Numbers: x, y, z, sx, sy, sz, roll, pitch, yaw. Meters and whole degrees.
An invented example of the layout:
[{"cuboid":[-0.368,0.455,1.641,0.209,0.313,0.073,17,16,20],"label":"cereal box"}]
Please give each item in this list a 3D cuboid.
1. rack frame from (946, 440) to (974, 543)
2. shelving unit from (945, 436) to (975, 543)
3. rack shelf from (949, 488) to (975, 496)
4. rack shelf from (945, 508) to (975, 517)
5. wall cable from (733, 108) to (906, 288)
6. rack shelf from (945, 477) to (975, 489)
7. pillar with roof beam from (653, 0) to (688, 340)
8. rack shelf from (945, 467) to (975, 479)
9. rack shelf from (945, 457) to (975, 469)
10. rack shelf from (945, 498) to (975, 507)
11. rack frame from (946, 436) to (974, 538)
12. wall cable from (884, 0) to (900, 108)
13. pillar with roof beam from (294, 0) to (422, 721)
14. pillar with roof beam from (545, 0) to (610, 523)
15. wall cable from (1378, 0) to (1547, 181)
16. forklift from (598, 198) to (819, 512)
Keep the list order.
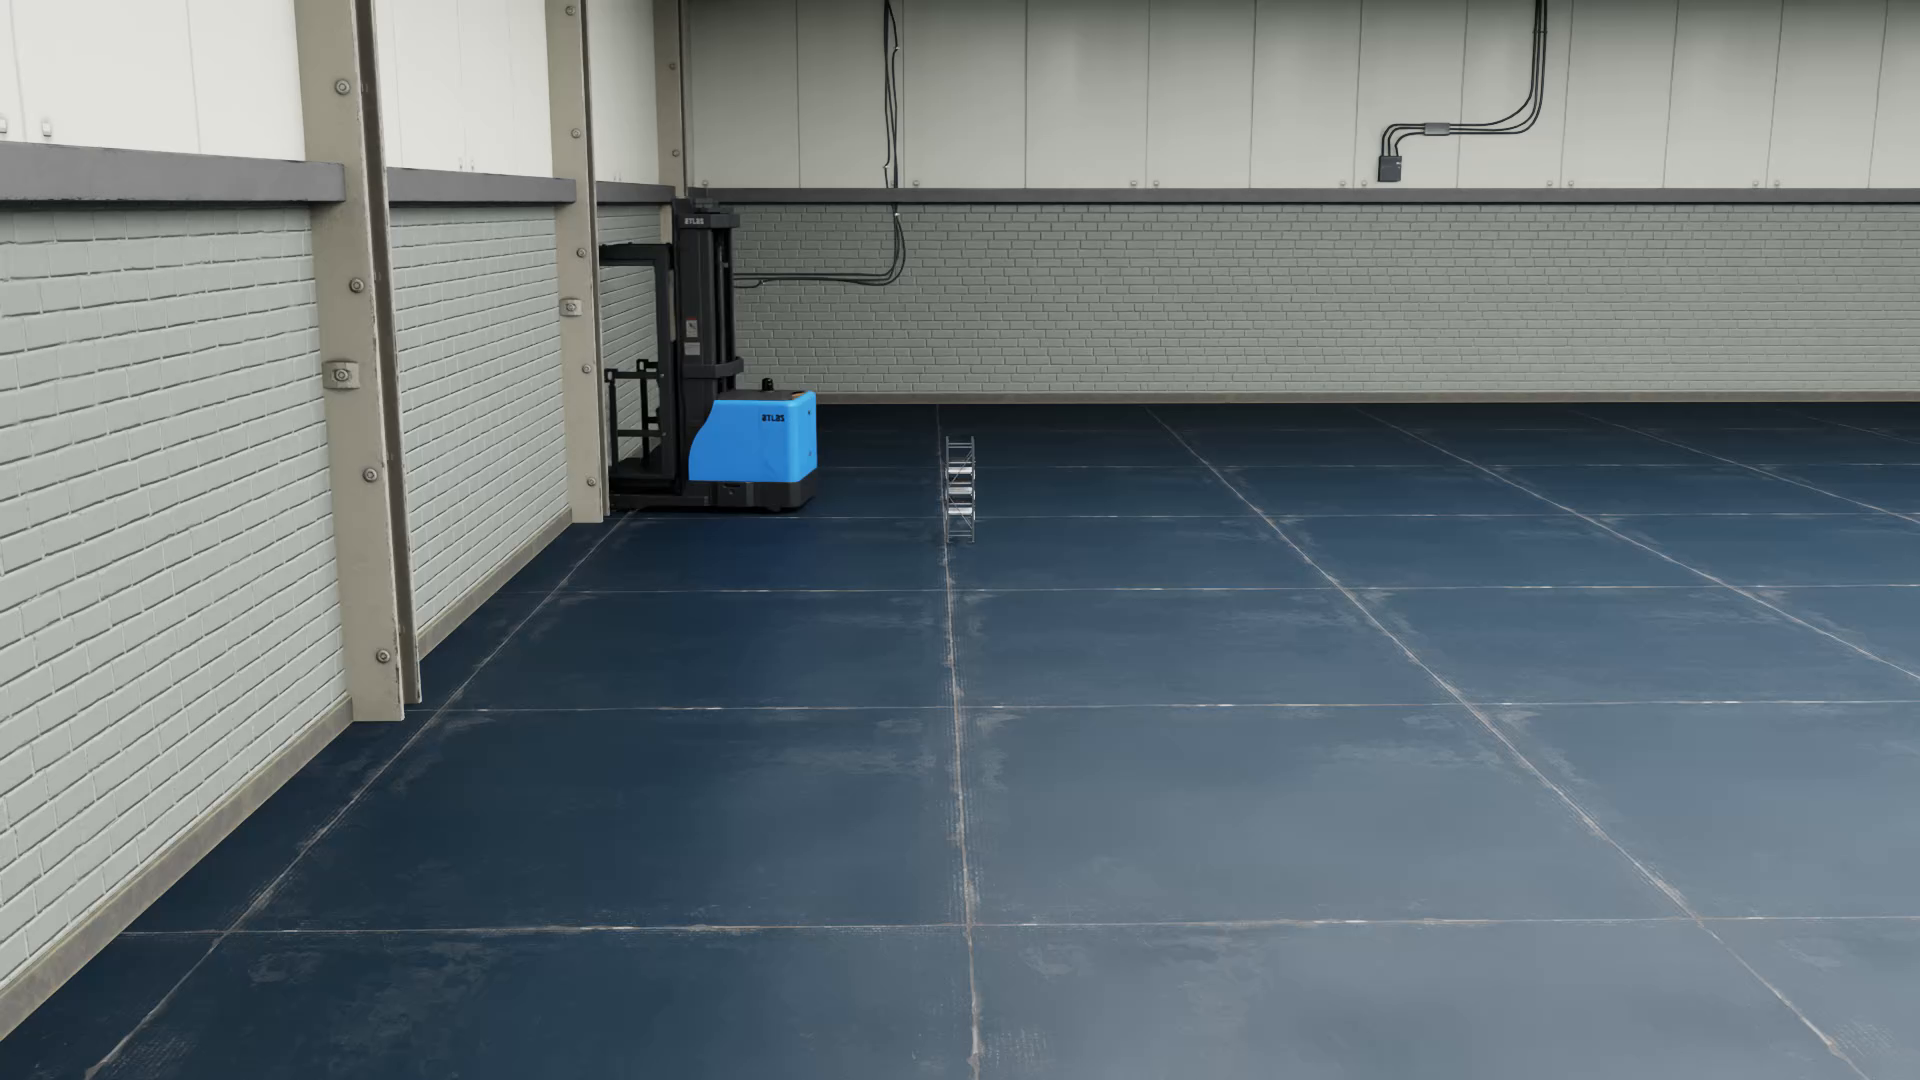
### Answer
[{"cuboid":[0.002,-0.419,14.362,0.240,0.900,0.006,0,11,-1],"label":"rack frame"},{"cuboid":[0.000,-0.439,14.462,0.258,0.900,0.210,0,11,-1],"label":"shelving unit"},{"cuboid":[0.000,-0.407,14.468,0.258,0.077,0.200,0,11,-1],"label":"rack shelf"},{"cuboid":[0.000,-0.230,14.504,0.258,0.077,0.200,0,11,-1],"label":"rack shelf"},{"cuboid":[-2.328,-4.873,23.754,3.097,2.526,0.112,0,11,-1],"label":"wall cable"},{"cuboid":[0.000,-0.495,14.450,0.258,0.077,0.200,0,11,-1],"label":"rack shelf"},{"cuboid":[0.715,-5.821,20.619,9.100,9.000,0.400,0,11,-1],"label":"pillar with roof beam"},{"cuboid":[0.000,-0.583,14.433,0.258,0.077,0.200,0,11,-1],"label":"rack shelf"},{"cuboid":[0.000,-0.671,14.415,0.258,0.077,0.200,0,11,-1],"label":"rack shelf"},{"cuboid":[0.000,-0.319,14.486,0.258,0.077,0.200,0,11,-1],"label":"rack shelf"},{"cuboid":[-0.002,-0.460,14.561,0.240,0.900,0.006,0,11,-1],"label":"rack frame"},{"cuboid":[0.377,-7.359,23.307,3.097,2.526,0.112,0,11,-1],"label":"wall cable"},{"cuboid":[0.963,-3.436,8.862,9.100,9.000,0.400,0,11,-1],"label":"pillar with roof beam"},{"cuboid":[0.839,-4.628,14.740,9.100,9.000,0.400,0,11,-1],"label":"pillar with roof beam"},{"cuboid":[7.164,-8.097,23.284,2.305,6.003,0.169,0,11,-1],"label":"wall cable"},{"cuboid":[-2.966,-1.808,16.099,3.031,2.935,1.130,1,12,6],"label":"forklift"}]
